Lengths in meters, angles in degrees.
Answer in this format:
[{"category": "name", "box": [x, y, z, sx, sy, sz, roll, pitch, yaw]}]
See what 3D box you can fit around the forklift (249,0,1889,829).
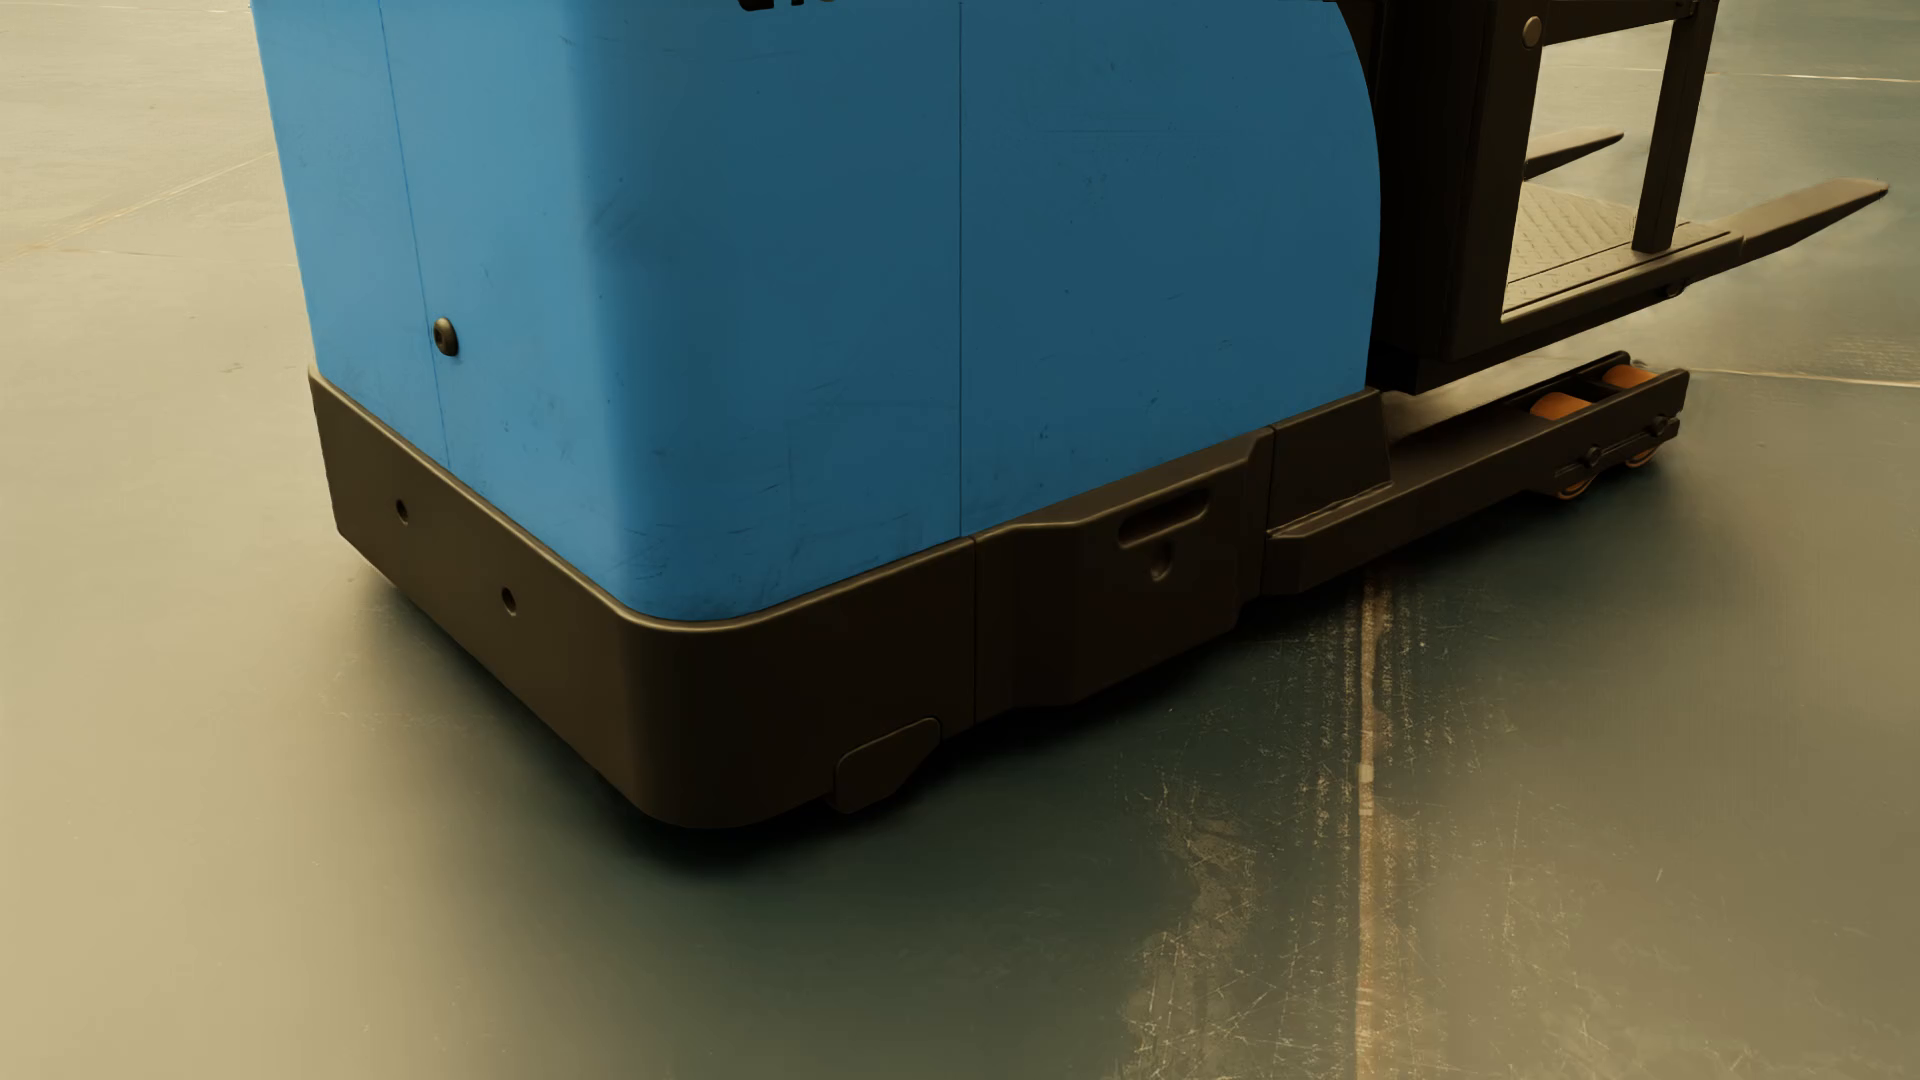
[{"category": "forklift", "box": [0.562, -1.537, 2.292, 3.031, 2.935, 1.130, -20, 33, -34]}]
